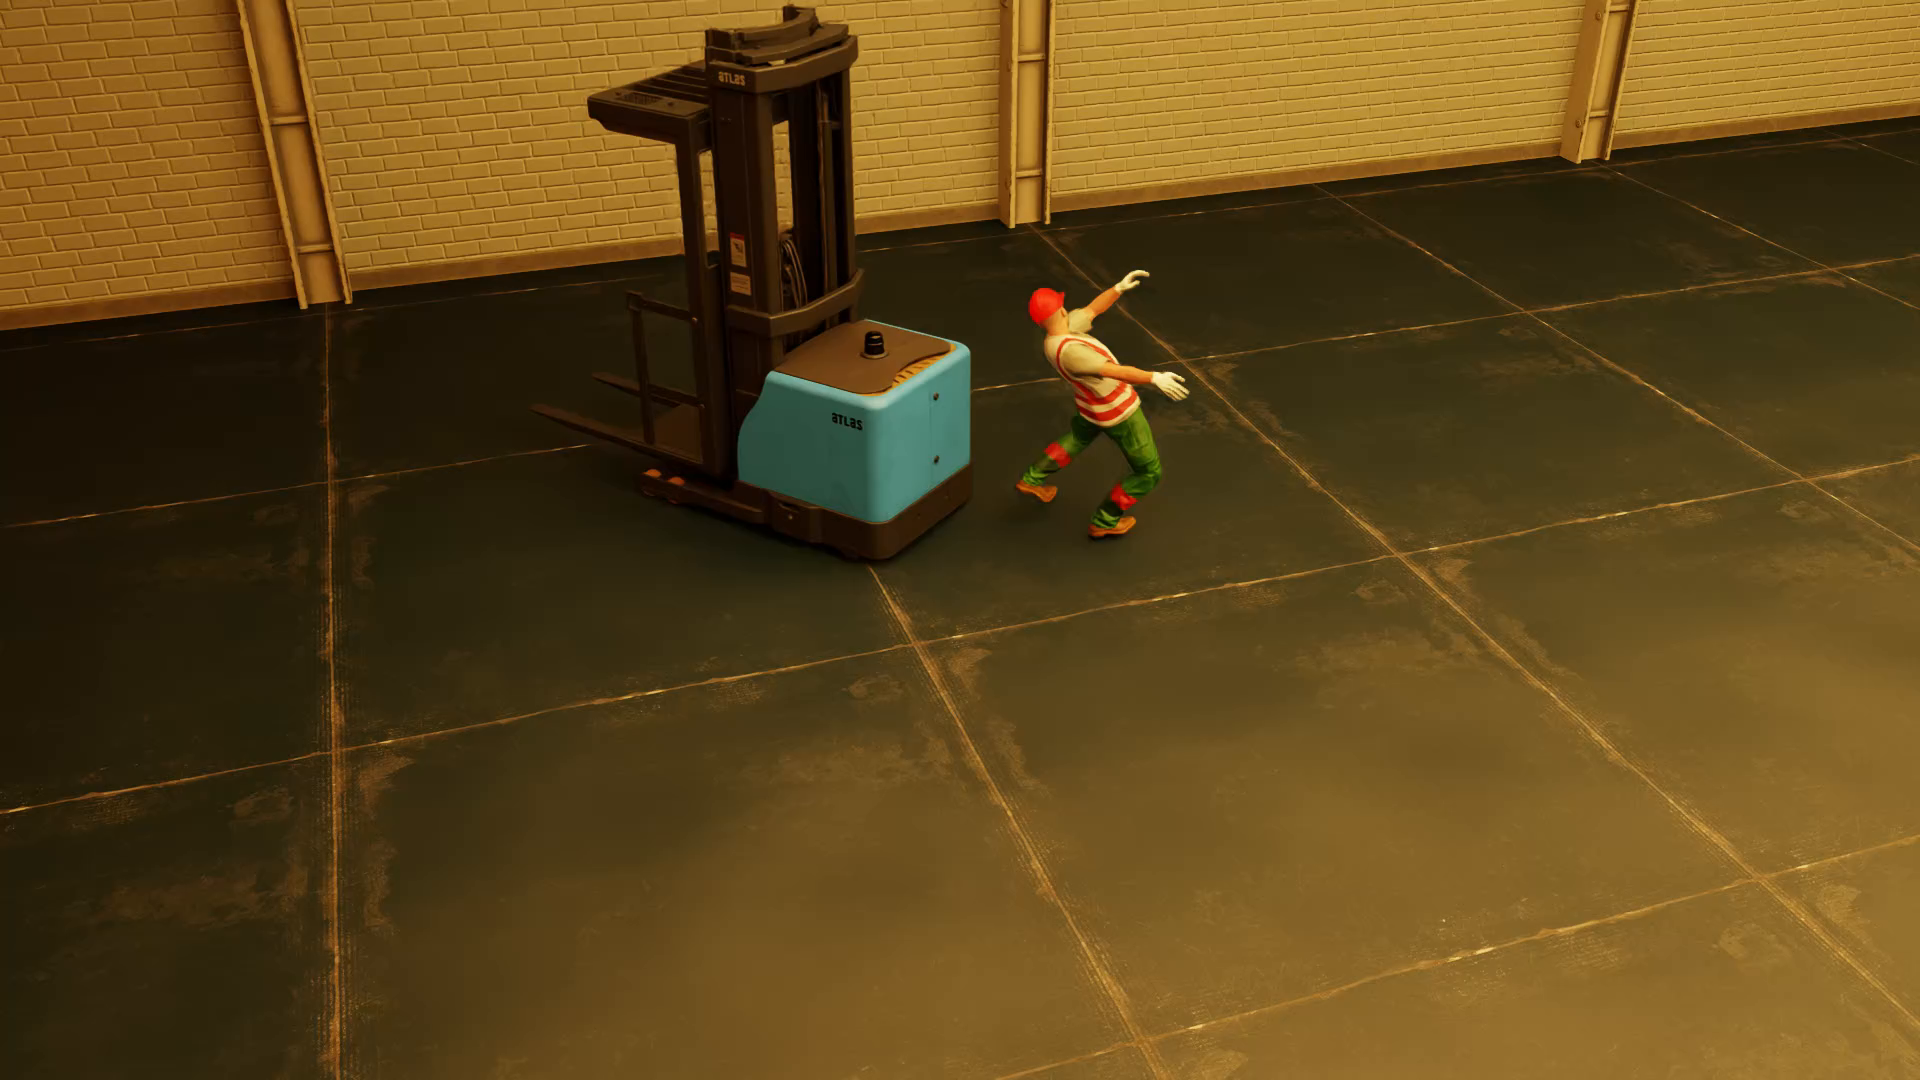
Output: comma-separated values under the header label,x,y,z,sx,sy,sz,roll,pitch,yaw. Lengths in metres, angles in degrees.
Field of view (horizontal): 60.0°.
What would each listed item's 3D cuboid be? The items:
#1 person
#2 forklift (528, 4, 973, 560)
label,x,y,z,sx,sy,sz,roll,pitch,yaw
person,0.875,-0.718,9.660,0.722,1.545,1.099,-17,34,-26
forklift,-1.440,-1.699,10.041,3.031,2.935,1.130,18,34,28
